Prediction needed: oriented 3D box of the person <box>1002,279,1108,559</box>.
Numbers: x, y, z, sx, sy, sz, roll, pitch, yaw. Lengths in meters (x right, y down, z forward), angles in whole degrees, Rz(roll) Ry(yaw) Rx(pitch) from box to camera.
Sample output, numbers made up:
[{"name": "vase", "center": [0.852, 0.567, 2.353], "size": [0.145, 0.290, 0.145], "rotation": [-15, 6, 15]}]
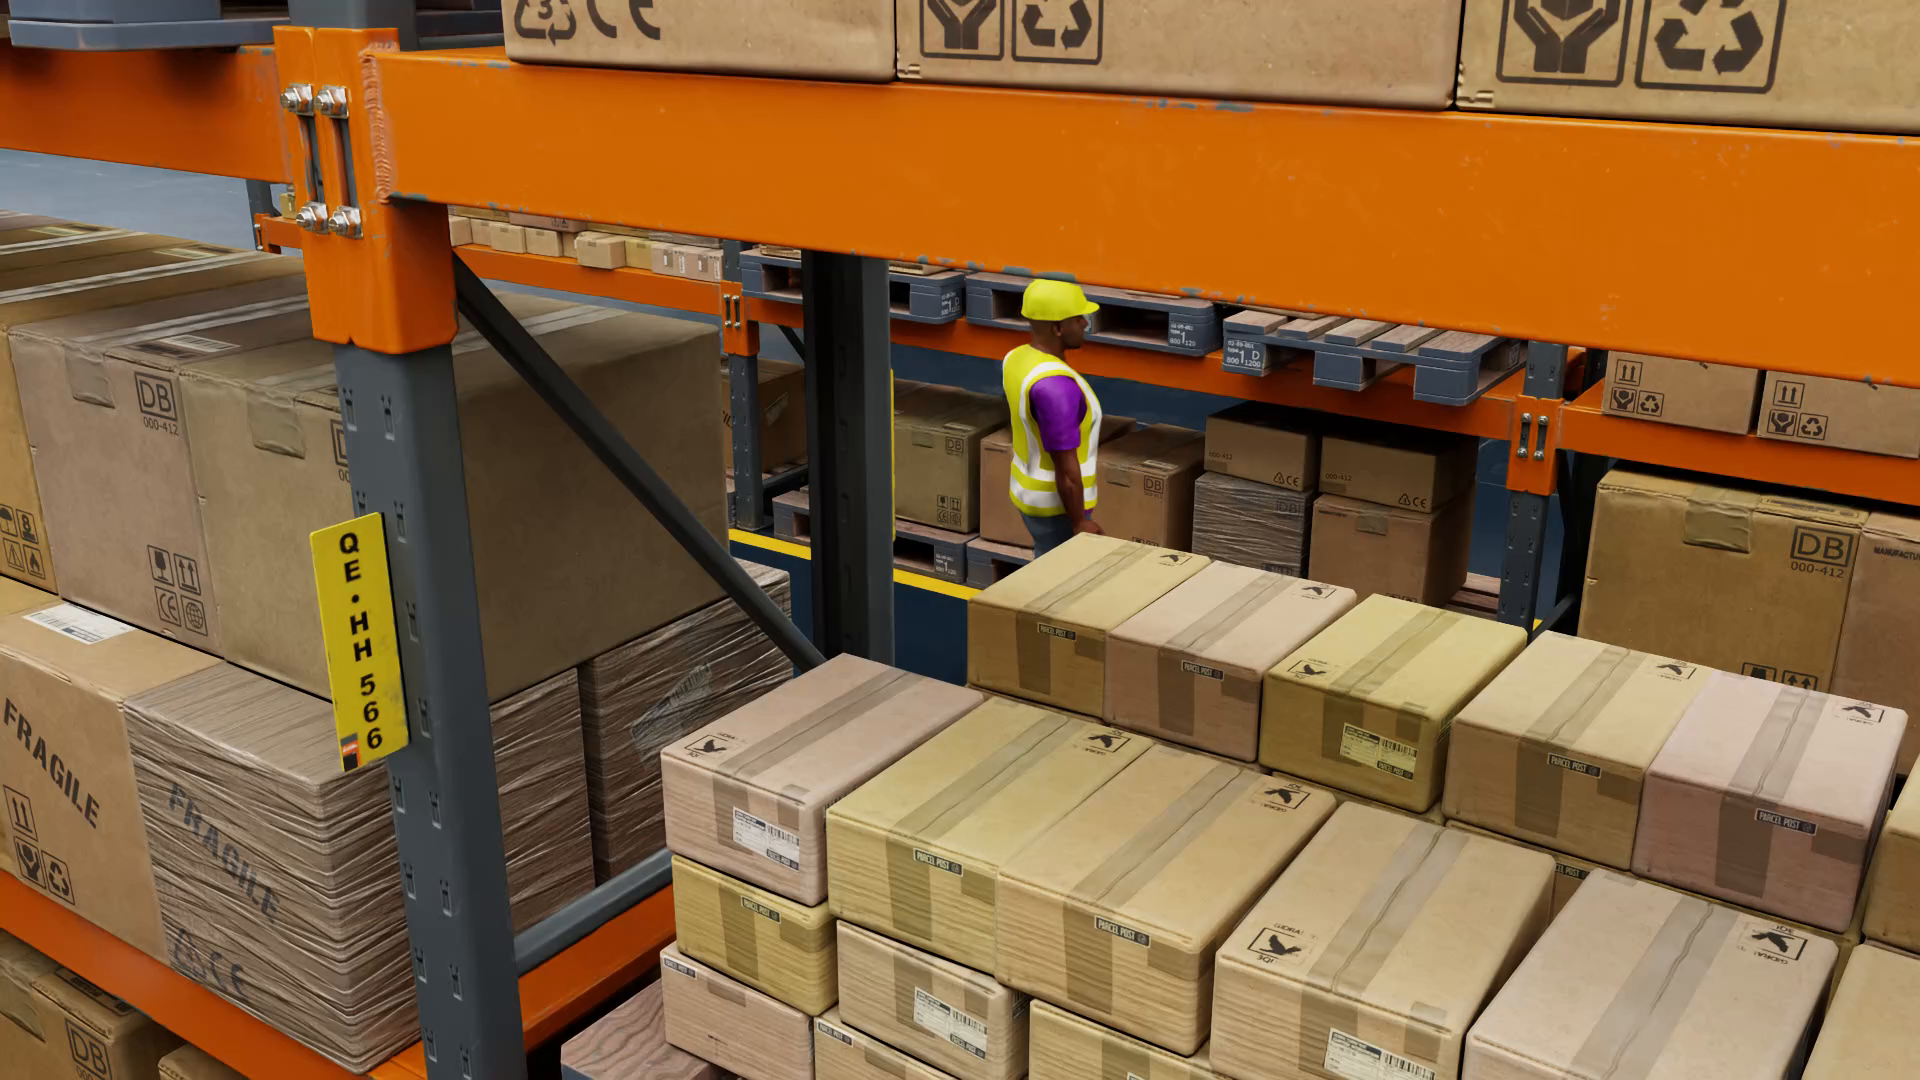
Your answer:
[{"name": "person", "center": [0.387, -0.125, 6.424], "size": [0.414, 1.809, 0.590], "rotation": [-4, 20, -10]}]
